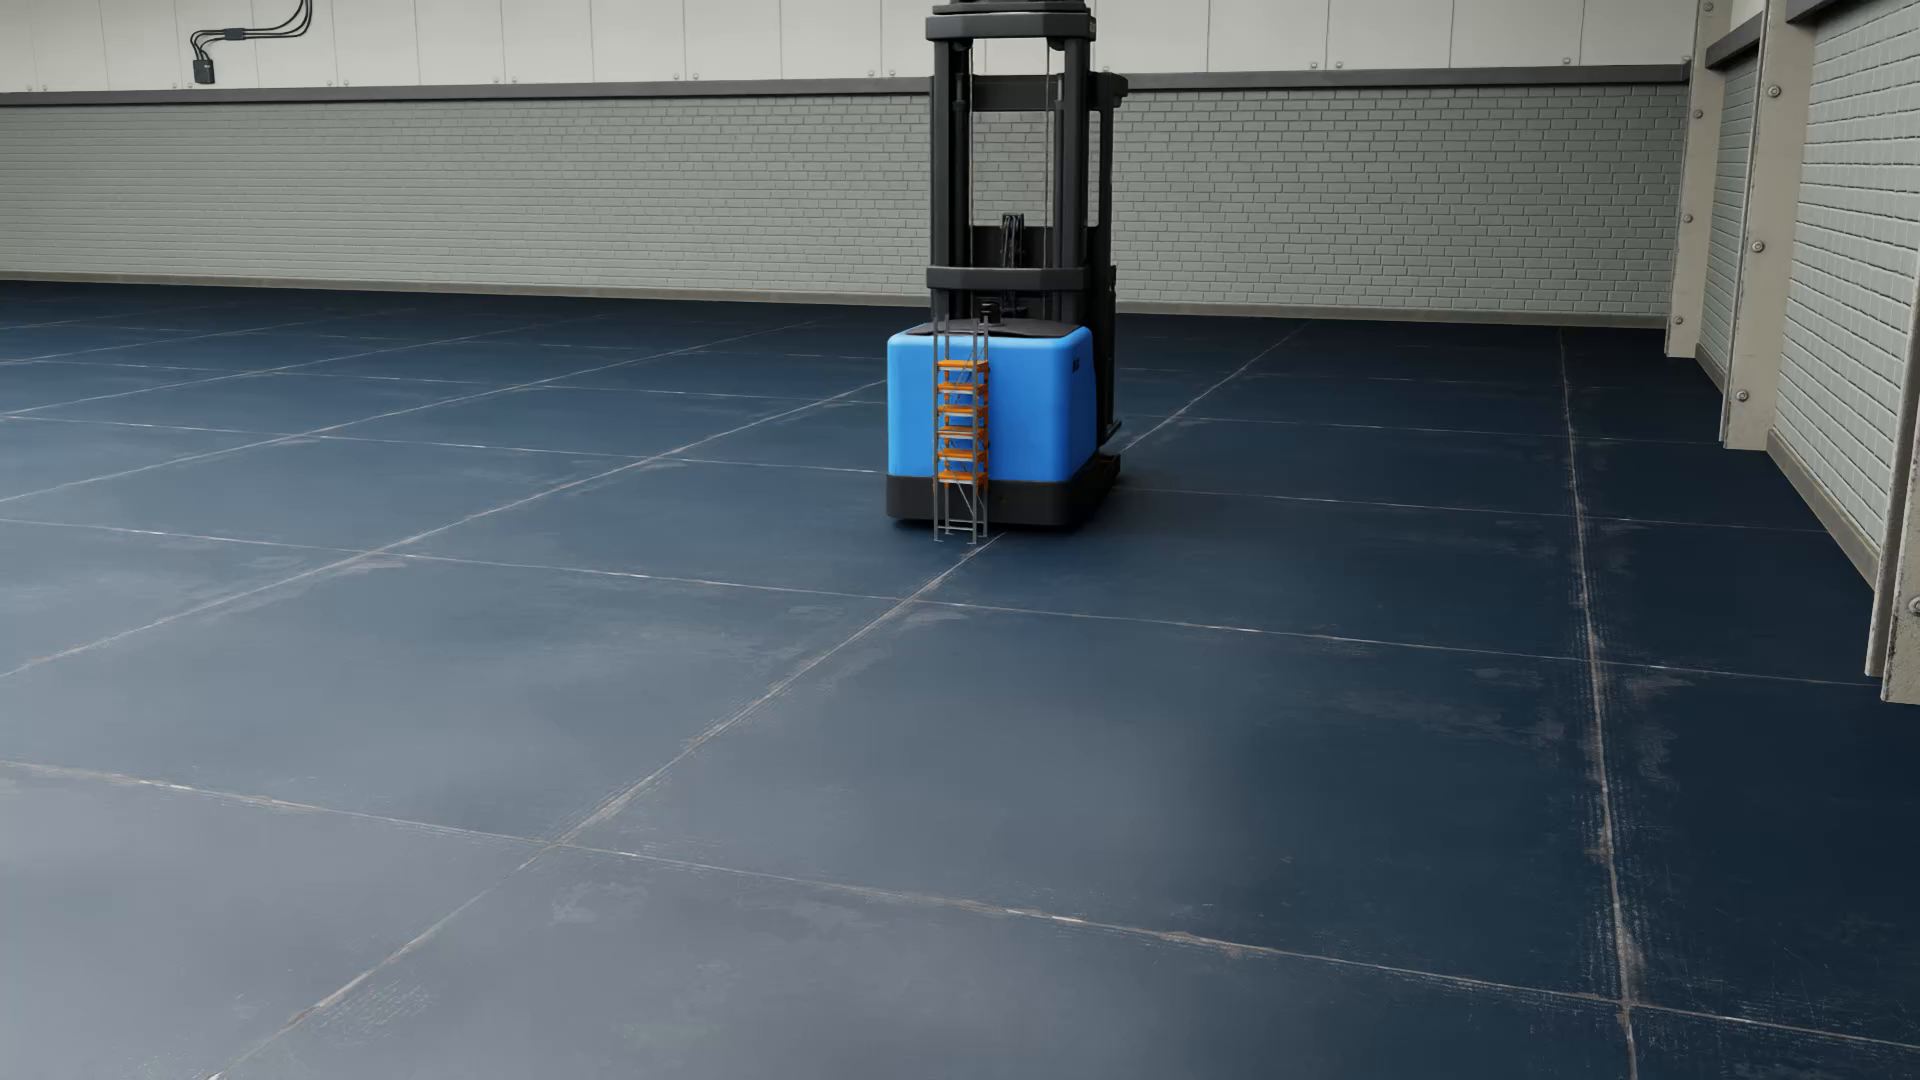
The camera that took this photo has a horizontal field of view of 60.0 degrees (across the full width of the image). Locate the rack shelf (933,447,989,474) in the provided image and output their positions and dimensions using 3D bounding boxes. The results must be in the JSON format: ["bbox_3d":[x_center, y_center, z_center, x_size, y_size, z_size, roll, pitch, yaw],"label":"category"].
[{"bbox_3d":[0.005,-0.428,8.904,0.258,0.103,0.180,4,14,18],"label":"rack shelf"}]

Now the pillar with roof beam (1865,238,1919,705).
[{"bbox_3d":[-0.362,-4.116,6.798,9.100,9.000,0.400,4,14,18],"label":"pillar with roof beam"}]

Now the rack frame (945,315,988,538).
[{"bbox_3d":[0.034,-0.607,8.952,0.240,1.200,0.006,4,14,18],"label":"rack frame"}]

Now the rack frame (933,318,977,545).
[{"bbox_3d":[-0.025,-0.569,8.783,0.240,1.200,0.006,4,14,18],"label":"rack frame"}]

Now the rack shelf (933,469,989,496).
[{"bbox_3d":[0.005,-0.311,8.931,0.258,0.103,0.180,4,14,18],"label":"rack shelf"}]

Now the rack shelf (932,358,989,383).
[{"bbox_3d":[0.005,-0.896,8.798,0.258,0.103,0.180,4,14,18],"label":"rack shelf"}]

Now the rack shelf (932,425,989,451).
[{"bbox_3d":[0.005,-0.545,8.878,0.258,0.103,0.180,4,14,18],"label":"rack shelf"}]

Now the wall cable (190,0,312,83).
[{"bbox_3d":[-11.029,-10.097,25.360,2.305,6.003,0.169,4,14,18],"label":"wall cable"}]

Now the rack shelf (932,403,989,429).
[{"bbox_3d":[0.005,-0.662,8.851,0.258,0.103,0.180,4,14,18],"label":"rack shelf"}]

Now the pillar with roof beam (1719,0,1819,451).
[{"bbox_3d":[1.580,-5.379,12.333,9.100,9.000,0.400,4,14,18],"label":"pillar with roof beam"}]

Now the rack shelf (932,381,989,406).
[{"bbox_3d":[0.005,-0.779,8.824,0.258,0.103,0.180,4,14,18],"label":"rack shelf"}]

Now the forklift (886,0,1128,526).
[{"bbox_3d":[0.416,-1.786,10.224,1.130,2.935,3.031,3,13,12],"label":"forklift"}]

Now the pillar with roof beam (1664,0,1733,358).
[{"bbox_3d":[3.521,-6.643,17.868,9.100,9.000,0.400,4,14,18],"label":"pillar with roof beam"}]

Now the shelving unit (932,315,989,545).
[{"bbox_3d":[0.005,-0.588,8.868,0.258,1.200,0.189,4,14,18],"label":"shelving unit"}]
